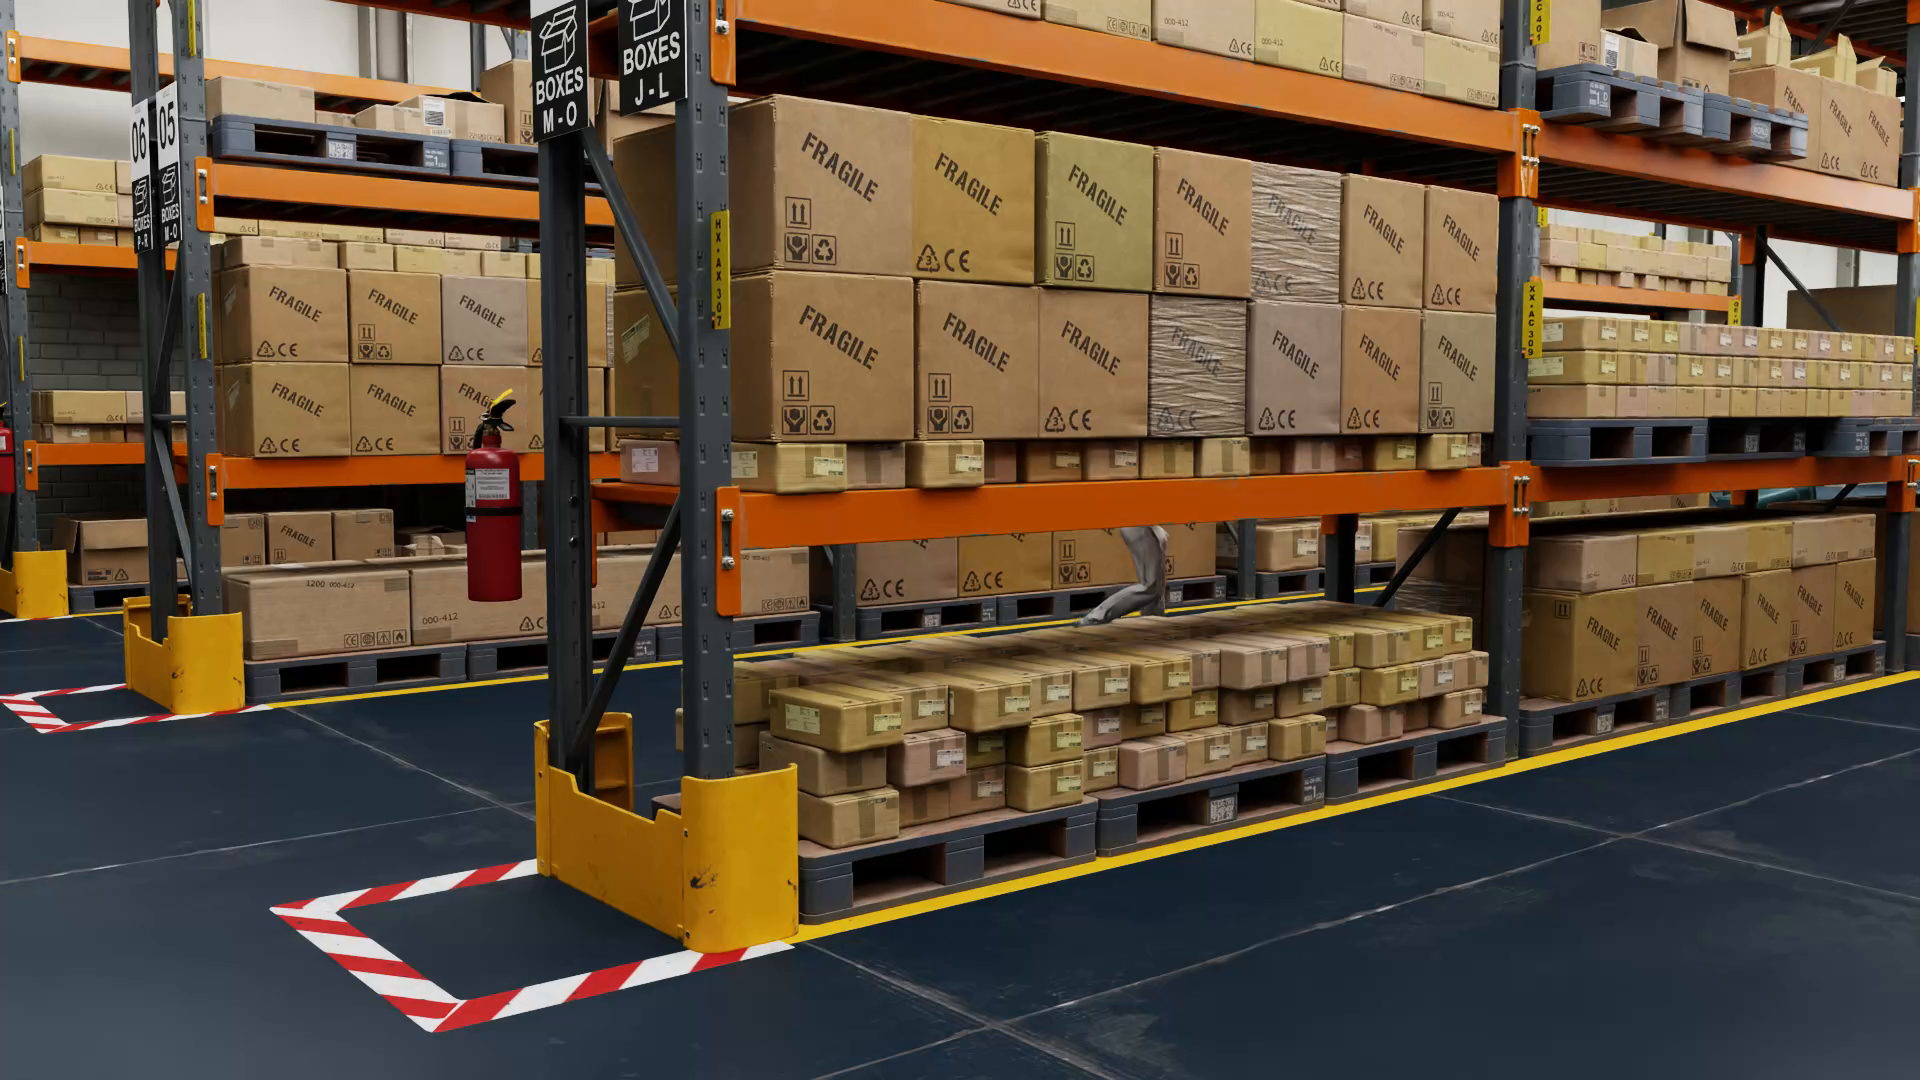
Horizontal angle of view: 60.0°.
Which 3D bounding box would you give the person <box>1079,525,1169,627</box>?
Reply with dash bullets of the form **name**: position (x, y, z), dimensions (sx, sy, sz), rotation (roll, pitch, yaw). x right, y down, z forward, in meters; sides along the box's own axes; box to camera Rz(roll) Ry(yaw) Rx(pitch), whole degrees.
- **person**: position (1.066, -0.071, 9.979), dimensions (0.687, 1.652, 0.506), rotation (0, 4, 6)
